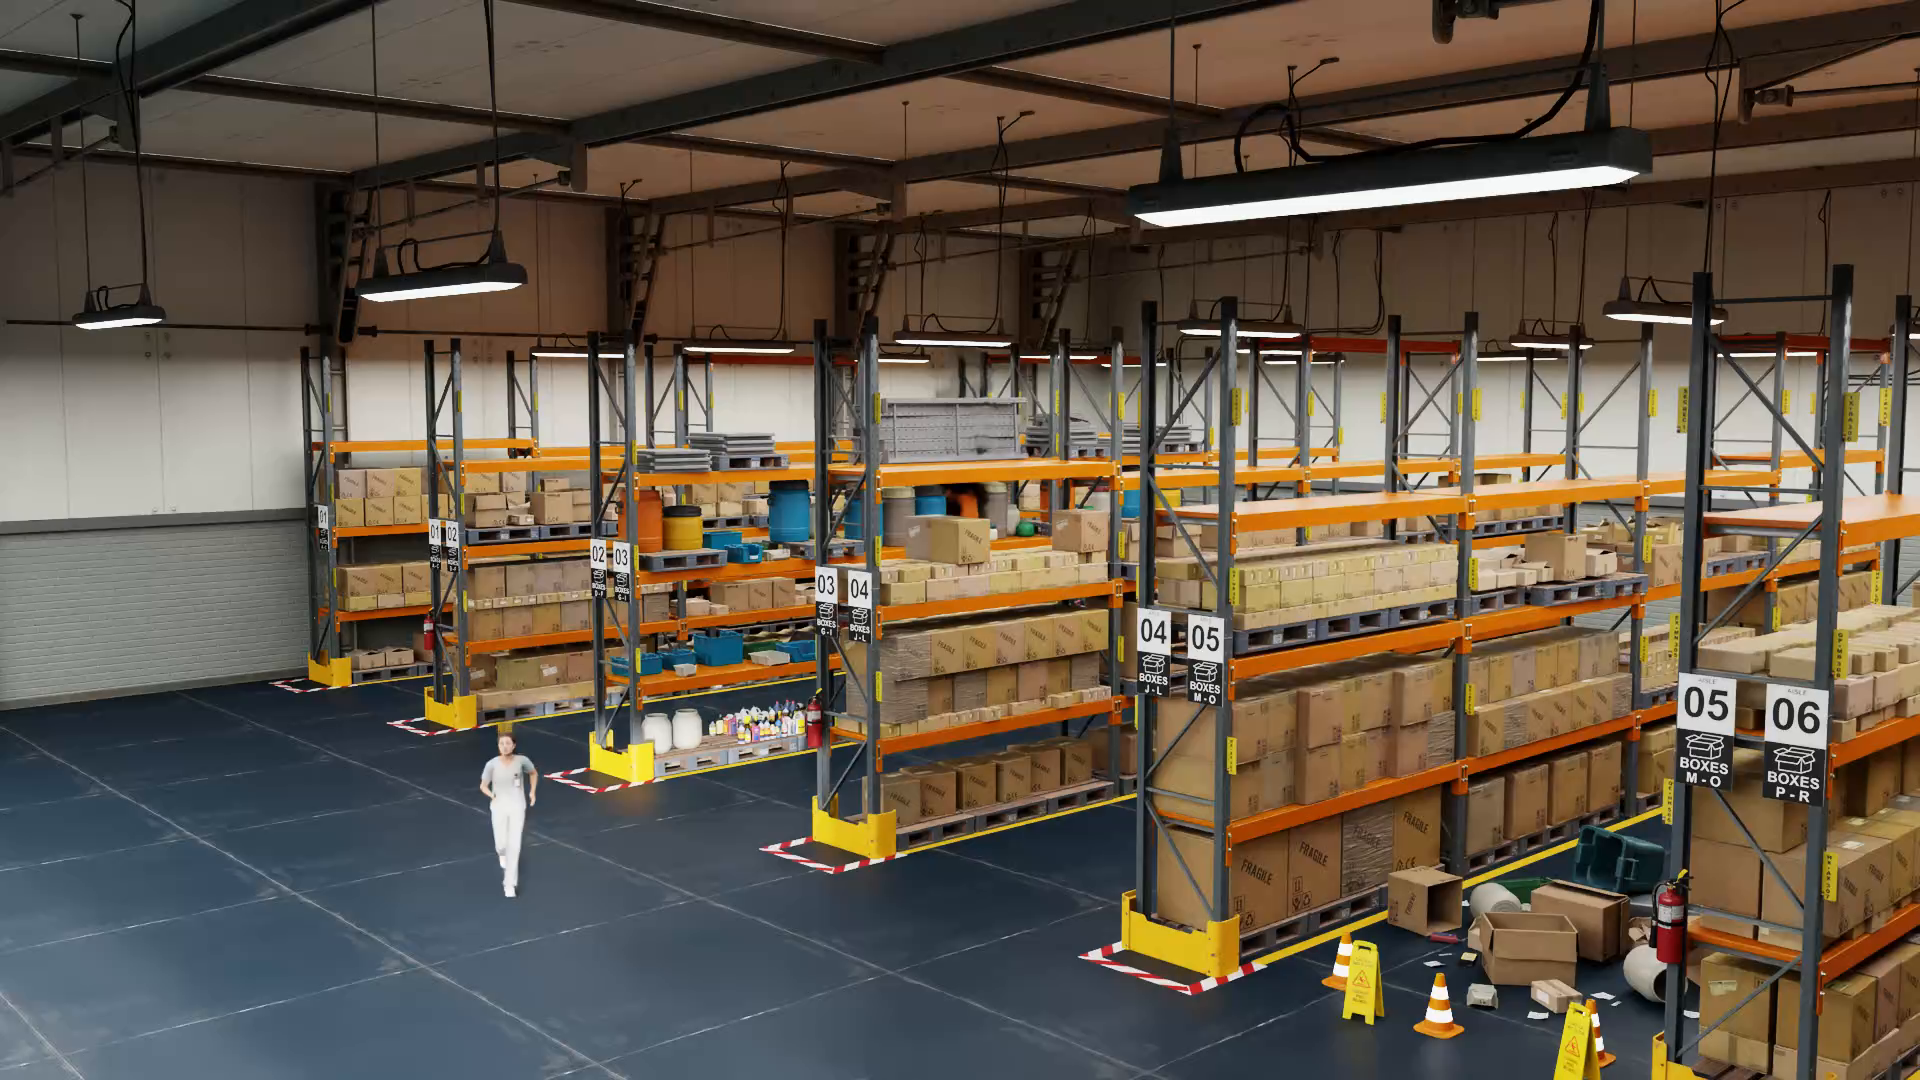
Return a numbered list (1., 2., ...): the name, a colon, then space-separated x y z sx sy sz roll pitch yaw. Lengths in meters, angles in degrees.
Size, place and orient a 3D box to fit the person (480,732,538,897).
1. person: -4.699 2.814 17.349 0.584 1.633 0.970 -1 5 -14
